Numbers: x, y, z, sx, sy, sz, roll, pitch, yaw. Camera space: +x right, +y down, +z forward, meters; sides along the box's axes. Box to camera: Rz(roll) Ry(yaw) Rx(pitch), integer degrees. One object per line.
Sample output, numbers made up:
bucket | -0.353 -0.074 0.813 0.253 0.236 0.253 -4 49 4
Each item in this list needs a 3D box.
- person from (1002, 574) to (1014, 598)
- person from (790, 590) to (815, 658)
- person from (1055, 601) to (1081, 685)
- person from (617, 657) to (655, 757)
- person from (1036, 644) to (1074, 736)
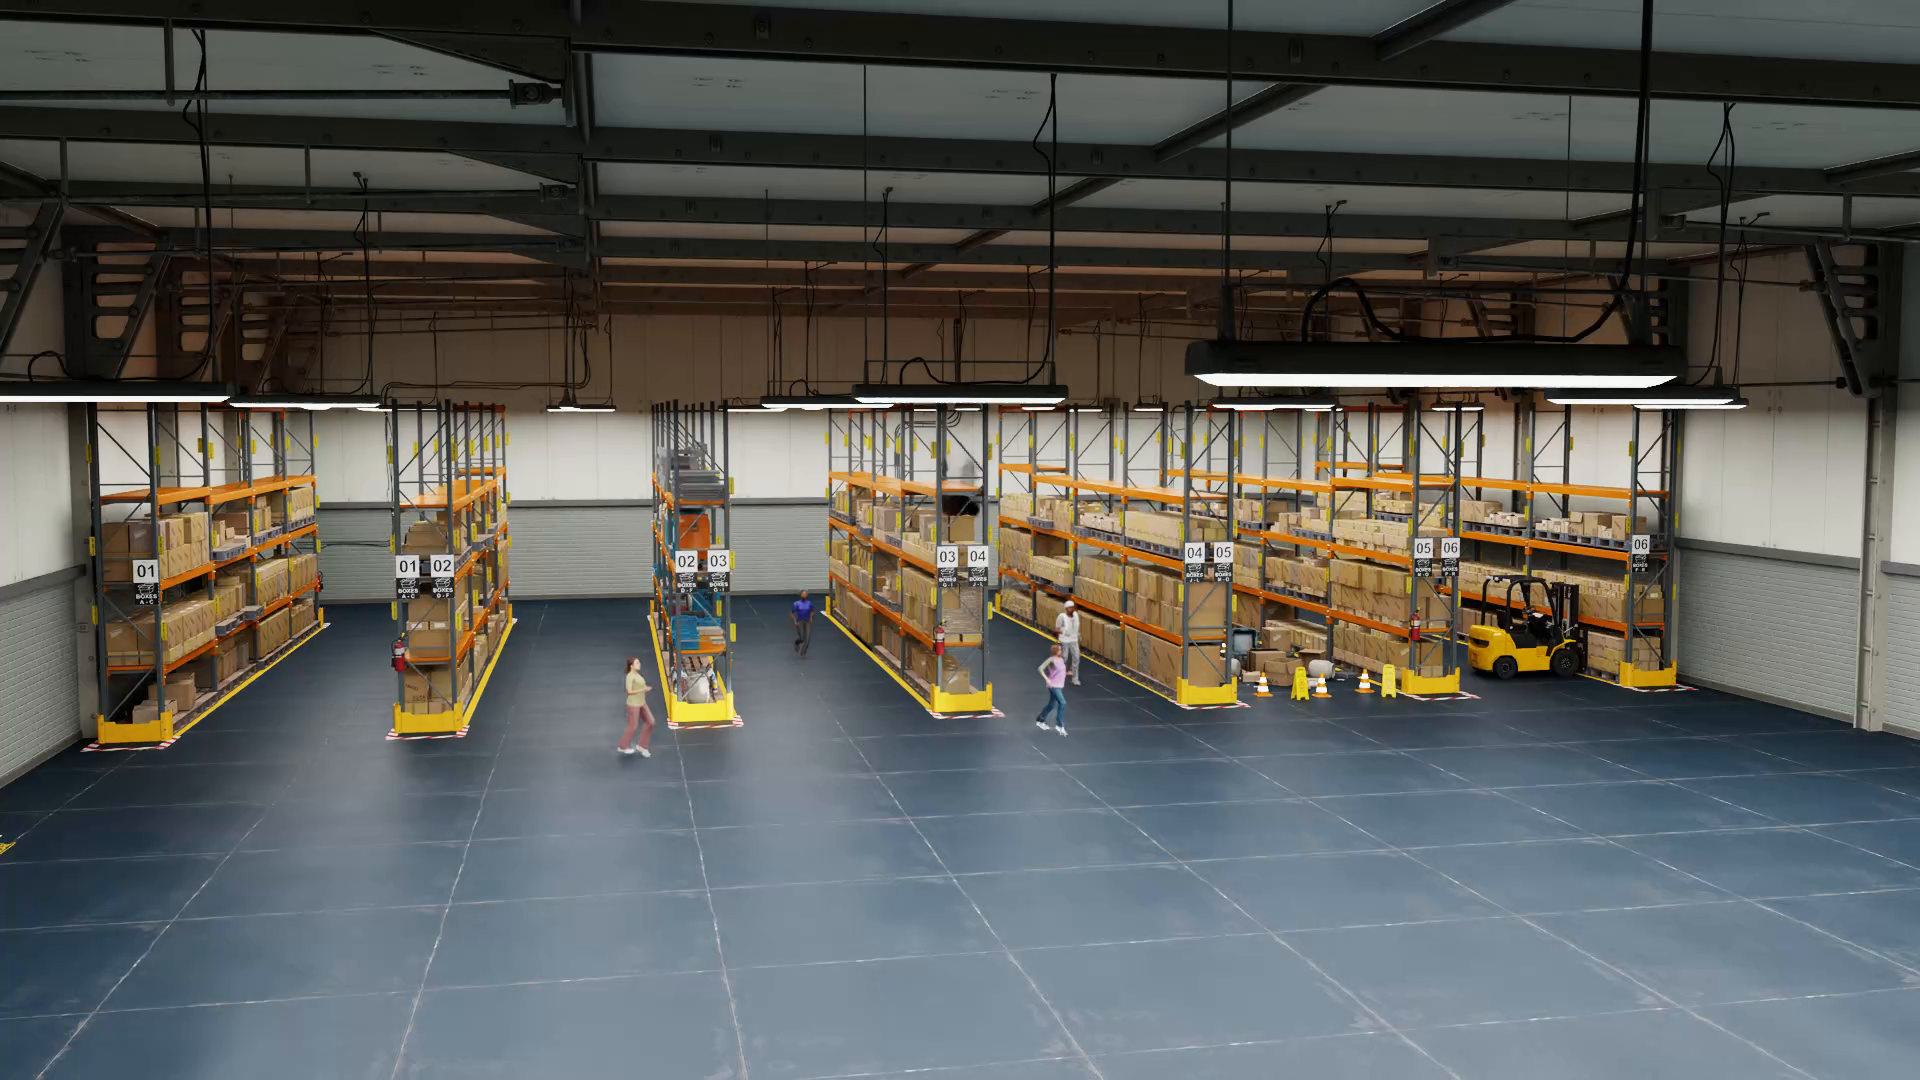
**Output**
person | 1.509 1.181 49.691 0.803 1.664 0.603 -1 5 -17
person | -3.685 1.978 39.083 0.557 1.603 0.561 -2 5 -24
person | 2.282 2.162 35.397 0.663 1.773 0.967 -2 5 -27
person | -5.419 2.798 27.785 0.668 1.714 0.558 1 4 16
person | 1.692 2.679 29.828 0.733 1.647 0.521 2 5 26
